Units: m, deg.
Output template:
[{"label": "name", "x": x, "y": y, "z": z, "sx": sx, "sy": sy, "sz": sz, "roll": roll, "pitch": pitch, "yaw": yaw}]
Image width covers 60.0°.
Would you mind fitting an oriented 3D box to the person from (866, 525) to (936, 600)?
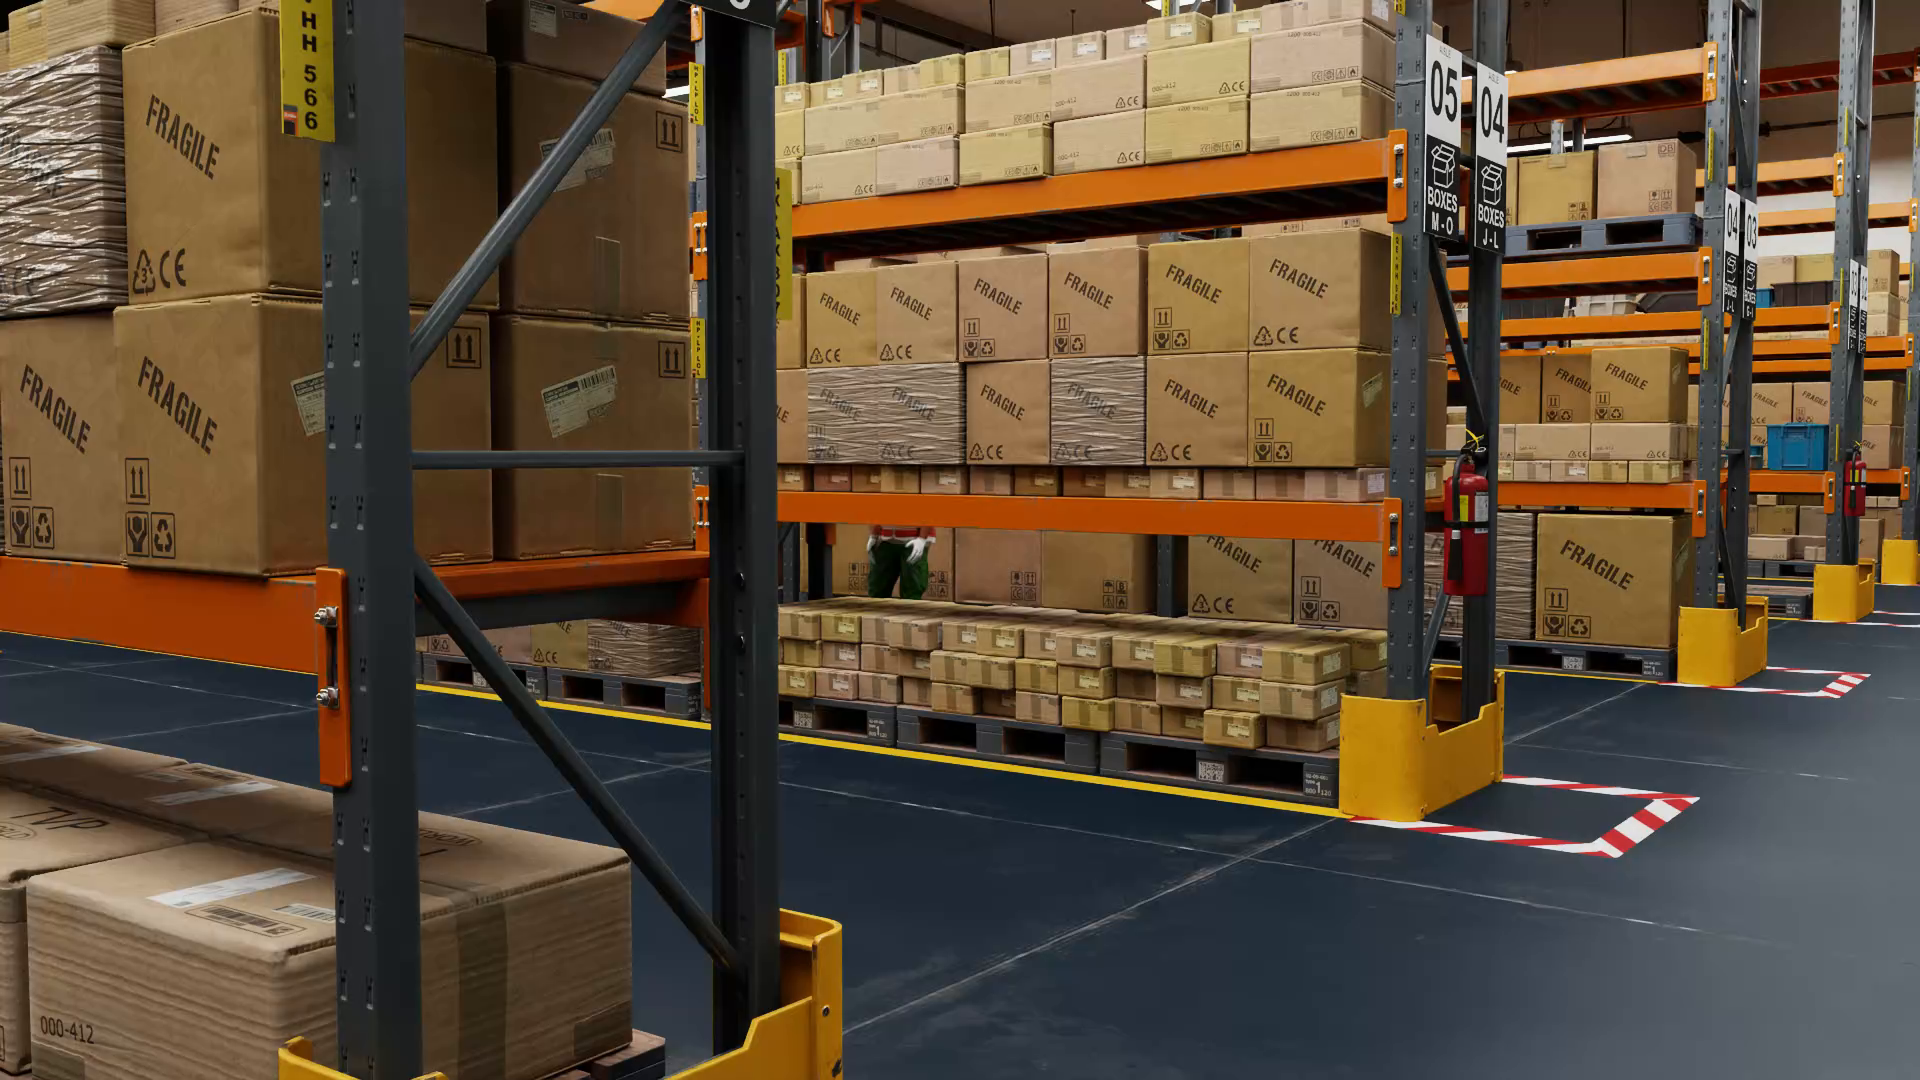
[{"label": "person", "x": -0.401, "y": 0.044, "z": 11.539, "sx": 0.551, "sy": 1.712, "sz": 0.496, "roll": 2, "pitch": 4, "yaw": 37}]
